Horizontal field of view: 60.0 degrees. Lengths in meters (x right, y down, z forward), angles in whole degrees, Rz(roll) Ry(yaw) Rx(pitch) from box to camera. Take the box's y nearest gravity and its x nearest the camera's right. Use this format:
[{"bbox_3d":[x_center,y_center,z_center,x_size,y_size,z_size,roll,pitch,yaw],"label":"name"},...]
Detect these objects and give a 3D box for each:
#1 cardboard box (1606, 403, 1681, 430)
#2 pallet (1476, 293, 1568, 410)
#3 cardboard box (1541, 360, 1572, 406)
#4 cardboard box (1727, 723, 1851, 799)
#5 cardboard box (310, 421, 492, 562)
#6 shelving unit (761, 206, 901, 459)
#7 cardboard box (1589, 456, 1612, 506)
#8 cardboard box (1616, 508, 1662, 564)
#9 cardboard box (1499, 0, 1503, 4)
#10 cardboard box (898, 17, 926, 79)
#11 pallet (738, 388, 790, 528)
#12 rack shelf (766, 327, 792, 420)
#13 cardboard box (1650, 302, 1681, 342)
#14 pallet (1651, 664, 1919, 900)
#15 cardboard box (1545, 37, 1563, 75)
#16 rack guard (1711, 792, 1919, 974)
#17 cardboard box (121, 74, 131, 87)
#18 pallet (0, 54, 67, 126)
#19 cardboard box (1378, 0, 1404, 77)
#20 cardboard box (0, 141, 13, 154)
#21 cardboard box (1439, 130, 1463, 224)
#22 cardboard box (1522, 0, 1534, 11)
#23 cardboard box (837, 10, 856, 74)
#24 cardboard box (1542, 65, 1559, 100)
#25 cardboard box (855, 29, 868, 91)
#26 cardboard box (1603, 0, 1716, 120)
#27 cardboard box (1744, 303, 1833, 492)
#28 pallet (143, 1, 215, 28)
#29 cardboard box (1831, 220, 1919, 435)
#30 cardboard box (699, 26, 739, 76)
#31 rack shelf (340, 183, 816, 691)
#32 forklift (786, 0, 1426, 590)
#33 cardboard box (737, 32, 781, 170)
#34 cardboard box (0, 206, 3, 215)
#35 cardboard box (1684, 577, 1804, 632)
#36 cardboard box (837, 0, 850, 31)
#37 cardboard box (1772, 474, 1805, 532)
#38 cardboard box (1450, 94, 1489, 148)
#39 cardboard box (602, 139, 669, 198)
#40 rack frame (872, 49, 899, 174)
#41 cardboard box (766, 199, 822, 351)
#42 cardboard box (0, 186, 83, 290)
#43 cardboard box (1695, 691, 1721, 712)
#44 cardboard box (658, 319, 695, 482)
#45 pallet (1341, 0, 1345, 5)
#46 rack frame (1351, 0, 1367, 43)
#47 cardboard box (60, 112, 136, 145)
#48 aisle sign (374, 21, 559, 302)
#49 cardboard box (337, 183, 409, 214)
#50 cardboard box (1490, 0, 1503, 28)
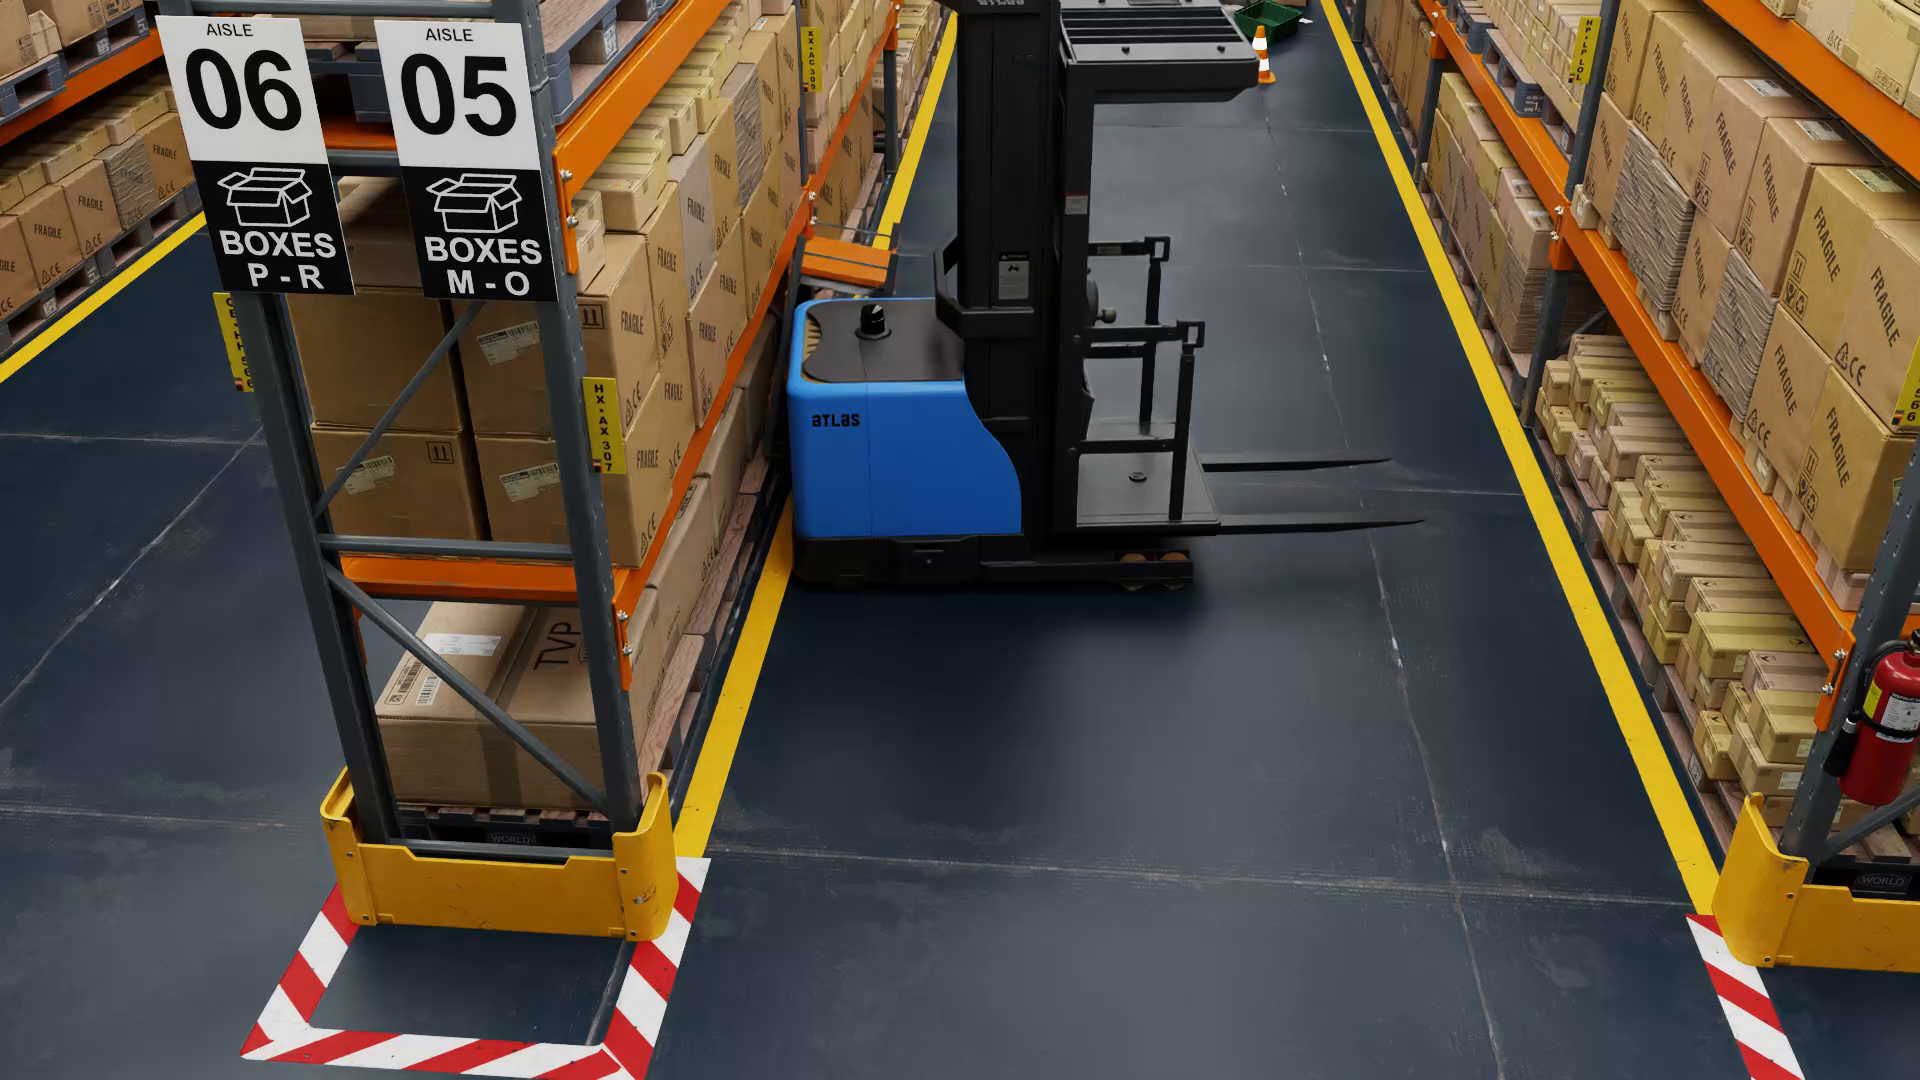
[{"bbox_3d":[3.350,-0.536,8.011,0.380,0.149,0.250,2,32,3],"label":"cardboard box"},{"bbox_3d":[3.698,-1.122,9.870,1.003,0.211,1.213,2,32,4],"label":"pallet"},{"bbox_3d":[3.287,-0.818,8.752,0.380,0.149,0.250,4,32,6],"label":"cardboard box"},{"bbox_3d":[3.069,0.810,6.111,0.380,0.149,0.250,2,32,3],"label":"cardboard box"},{"bbox_3d":[-1.856,-0.275,5.742,0.500,0.500,0.500,3,32,4],"label":"cardboard box"},{"bbox_3d":[-0.664,-1.081,8.754,0.538,1.125,1.048,10,19,-5],"label":"shelving unit"},{"bbox_3d":[3.325,-0.284,8.169,0.380,0.149,0.250,2,32,3],"label":"cardboard box"},{"bbox_3d":[3.173,-0.012,7.444,0.380,0.149,0.250,3,32,4],"label":"cardboard box"},{"bbox_3d":[3.663,-3.534,10.682,0.380,0.149,0.250,3,32,4],"label":"cardboard box"},{"bbox_3d":[-0.805,-4.290,14.456,0.950,0.372,0.625,3,32,6],"label":"cardboard box"},{"bbox_3d":[-1.446,-0.479,8.827,1.003,0.211,1.213,2,32,4],"label":"pallet"},{"bbox_3d":[-0.712,-0.854,8.832,0.538,0.278,1.000,10,19,-5],"label":"rack shelf"},{"bbox_3d":[3.228,-0.970,7.205,0.380,0.149,0.250,4,32,6],"label":"cardboard box"},{"bbox_3d":[3.418,0.914,6.566,1.003,0.211,1.213,2,32,4],"label":"pallet"},{"bbox_3d":[3.533,-2.728,9.373,0.380,0.149,0.250,1,32,2],"label":"cardboard box"},{"bbox_3d":[3.316,1.214,5.804,1.175,0.500,0.348,2,32,4],"label":"rack guard"},{"bbox_3d":[-6.329,-3.356,12.201,0.380,0.149,0.250,3,32,6],"label":"cardboard box"},{"bbox_3d":[-6.080,-2.602,9.797,1.003,0.211,1.213,2,32,4],"label":"pallet"},{"bbox_3d":[4.244,-4.474,14.394,1.050,0.750,0.750,2,32,4],"label":"cardboard box"},{"bbox_3d":[-6.448,-2.545,10.885,0.380,0.149,0.250,3,32,5],"label":"cardboard box"},{"bbox_3d":[3.612,-2.486,11.408,0.500,0.500,0.500,3,32,5],"label":"cardboard box"},{"bbox_3d":[3.601,-3.268,9.966,0.380,0.149,0.250,2,32,3],"label":"cardboard box"},{"bbox_3d":[-0.907,-2.964,9.867,0.500,0.250,0.500,3,32,5],"label":"cardboard box"},{"bbox_3d":[3.534,-2.587,9.428,0.380,0.149,0.250,1,32,1],"label":"cardboard box"},{"bbox_3d":[-0.859,-3.015,10.426,0.500,0.250,0.500,2,32,3],"label":"cardboard box"},{"bbox_3d":[3.356,-2.271,7.745,0.500,0.500,0.500,3,32,5],"label":"cardboard box"},{"bbox_3d":[3.137,-0.495,5.815,0.500,0.500,0.500,2,32,3],"label":"cardboard box"},{"bbox_3d":[-5.913,-3.923,11.940,1.213,0.211,1.003,2,32,4],"label":"pallet"},{"bbox_3d":[3.100,-0.655,5.122,0.500,0.500,0.500,2,32,3],"label":"cardboard box"},{"bbox_3d":[-1.161,-2.102,7.135,0.380,0.149,0.250,2,32,4],"label":"cardboard box"},{"bbox_3d":[-1.469,-0.709,7.227,1.077,0.370,4.000,2,32,4],"label":"rack shelf"},{"bbox_3d":[0.711,-1.293,7.555,3.031,2.935,1.130,-1,32,-2],"label":"forklift"},{"bbox_3d":[-1.118,-2.005,7.597,0.500,0.500,0.500,2,32,3],"label":"cardboard box"},{"bbox_3d":[-6.014,-1.986,9.977,0.380,0.149,0.250,2,32,3],"label":"cardboard box"},{"bbox_3d":[3.157,0.281,6.685,0.380,0.149,0.250,1,32,2],"label":"cardboard box"},{"bbox_3d":[-0.926,-3.276,9.659,0.500,0.500,0.500,2,32,3],"label":"cardboard box"},{"bbox_3d":[3.118,-0.146,5.868,0.380,0.149,0.250,2,32,4],"label":"cardboard box"},{"bbox_3d":[3.623,-2.812,11.222,0.500,0.250,0.500,2,32,3],"label":"cardboard box"},{"bbox_3d":[-1.237,-1.297,5.829,0.380,0.149,0.250,1,32,2],"label":"cardboard box"},{"bbox_3d":[-0.980,-4.152,12.129,1.000,3.000,0.127,2,32,4],"label":"rack frame"},{"bbox_3d":[-1.335,-1.663,9.714,0.875,0.875,0.875,3,32,6],"label":"cardboard box"},{"bbox_3d":[-5.956,-1.908,10.469,0.500,0.500,0.500,2,32,3],"label":"cardboard box"},{"bbox_3d":[3.173,0.667,6.626,0.380,0.149,0.250,2,32,4],"label":"cardboard box"},{"bbox_3d":[-1.293,-0.516,6.133,0.500,0.500,0.500,2,32,3],"label":"cardboard box"},{"bbox_3d":[4.524,-5.932,17.675,1.003,0.211,1.213,2,32,4],"label":"pallet"},{"bbox_3d":[4.287,-6.085,15.265,1.000,3.000,0.127,2,32,4],"label":"rack frame"},{"bbox_3d":[-5.851,-2.792,11.285,0.380,0.149,0.250,1,32,2],"label":"cardboard box"},{"bbox_3d":[-1.348,-1.026,4.578,0.394,0.787,0.004,2,32,4],"label":"aisle sign"},{"bbox_3d":[-1.805,-1.043,5.418,0.380,0.149,0.250,3,32,5],"label":"cardboard box"},{"bbox_3d":[3.660,-3.418,10.776,0.380,0.149,0.250,4,32,6],"label":"cardboard box"}]
